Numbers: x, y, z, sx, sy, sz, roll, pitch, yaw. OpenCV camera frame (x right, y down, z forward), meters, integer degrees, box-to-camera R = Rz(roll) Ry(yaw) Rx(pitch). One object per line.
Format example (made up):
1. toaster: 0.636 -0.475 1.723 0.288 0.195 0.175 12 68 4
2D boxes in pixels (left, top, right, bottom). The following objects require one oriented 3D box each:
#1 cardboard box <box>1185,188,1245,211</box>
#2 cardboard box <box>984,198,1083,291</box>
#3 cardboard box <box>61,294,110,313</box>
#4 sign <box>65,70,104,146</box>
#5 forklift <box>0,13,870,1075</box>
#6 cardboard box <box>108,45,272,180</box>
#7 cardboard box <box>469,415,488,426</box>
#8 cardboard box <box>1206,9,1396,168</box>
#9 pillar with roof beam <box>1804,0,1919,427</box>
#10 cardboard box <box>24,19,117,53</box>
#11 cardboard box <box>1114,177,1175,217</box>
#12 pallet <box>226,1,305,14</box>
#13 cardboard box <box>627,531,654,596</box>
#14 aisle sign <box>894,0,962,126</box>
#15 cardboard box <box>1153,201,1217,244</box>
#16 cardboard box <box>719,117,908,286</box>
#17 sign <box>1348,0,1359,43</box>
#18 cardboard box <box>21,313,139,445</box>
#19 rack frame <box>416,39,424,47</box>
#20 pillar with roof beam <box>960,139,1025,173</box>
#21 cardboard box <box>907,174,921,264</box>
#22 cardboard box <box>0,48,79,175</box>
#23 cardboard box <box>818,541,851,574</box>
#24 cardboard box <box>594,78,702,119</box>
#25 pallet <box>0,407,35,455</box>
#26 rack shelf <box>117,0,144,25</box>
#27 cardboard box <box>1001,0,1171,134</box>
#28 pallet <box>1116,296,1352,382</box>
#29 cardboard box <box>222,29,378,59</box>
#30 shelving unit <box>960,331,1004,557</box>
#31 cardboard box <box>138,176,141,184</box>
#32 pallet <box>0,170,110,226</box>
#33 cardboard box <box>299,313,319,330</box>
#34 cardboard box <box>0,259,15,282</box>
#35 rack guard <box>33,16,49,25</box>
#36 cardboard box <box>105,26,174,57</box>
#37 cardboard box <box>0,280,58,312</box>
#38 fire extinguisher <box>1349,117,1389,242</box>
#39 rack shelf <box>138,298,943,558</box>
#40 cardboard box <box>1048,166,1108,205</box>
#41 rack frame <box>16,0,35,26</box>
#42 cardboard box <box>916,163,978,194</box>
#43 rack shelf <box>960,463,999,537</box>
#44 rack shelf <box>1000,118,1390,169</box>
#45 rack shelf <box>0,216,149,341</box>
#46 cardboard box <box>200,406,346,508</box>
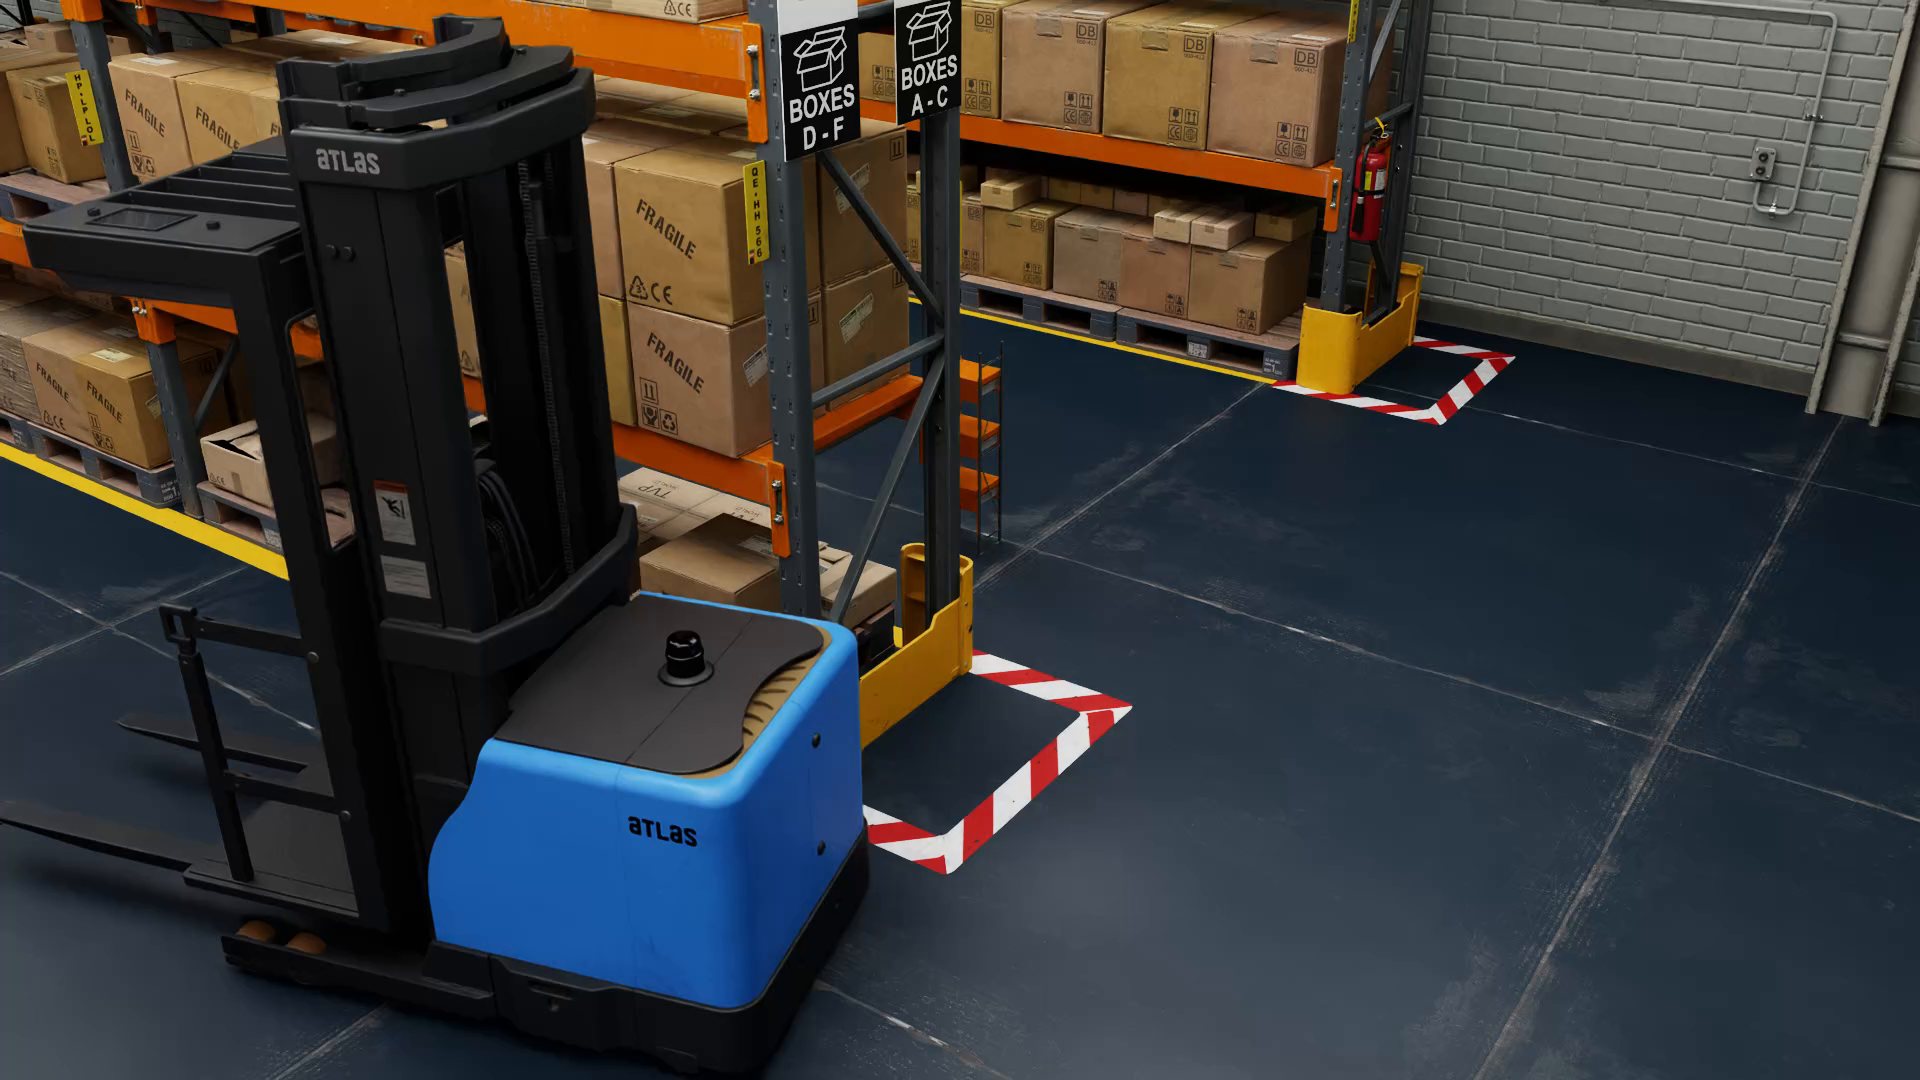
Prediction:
1. cardboard box: 1.636 -2.138 10.722 0.250 0.149 0.380 17 32 30
2. cardboard box: 0.567 -2.068 11.300 0.500 0.500 0.700 18 32 31
3. cardboard box: -4.742 -1.197 9.565 0.500 0.500 0.500 18 32 31
4. sign: -3.939 -1.943 7.484 0.005 0.325 0.100 17 32 30
5. forklift: -1.888 -0.077 5.170 3.031 2.935 1.130 8 28 16
6. cardboard box: -3.398 -1.899 7.462 0.500 0.500 0.500 18 32 32
7. cardboard box: -2.379 -0.400 8.209 0.500 0.311 0.500 17 32 30
8. cardboard box: 2.045 -2.722 9.961 0.700 0.700 0.980 19 33 33
9. pillar with roof beam: 2.749 -3.155 4.529 0.400 9.000 9.100 17 32 30
10. cardboard box: -9.152 -5.087 17.210 0.500 0.500 0.700 15 31 27
11. cardboard box: 1.220 -2.268 10.977 0.250 0.149 0.380 18 32 31
12. pallet: -5.778 -4.923 14.828 1.213 0.211 1.003 17 32 30
13. cardboard box: -1.684 0.118 7.257 0.500 0.250 0.500 17 32 30
14. aisle sign: -0.108 -1.859 5.730 0.004 0.787 0.394 17 32 30
15. cardboard box: 1.418 -1.996 10.443 0.250 0.149 0.380 18 32 32
16. cardboard box: -0.547 -1.311 6.306 0.500 0.500 0.500 18 32 32
17. sign: 2.153 -2.884 9.071 0.005 0.325 0.100 17 32 30
18. cardboard box: -4.599 -0.867 8.918 0.500 0.500 0.500 17 32 30
19. rack frame: -4.123 -4.516 13.816 0.127 3.000 1.000 17 32 30
20. pillar with roof beam: -2.196 -4.696 7.556 0.400 9.000 9.100 17 32 30
21. cardboard box: -0.267 -2.331 11.816 0.500 0.500 0.700 18 32 31
22. cardboard box: -5.119 -2.298 8.885 0.500 0.500 0.700 9 28 18
23. cardboard box: -0.687 0.158 7.271 0.250 0.166 0.380 17 32 30
24. cardboard box: -1.391 -1.573 6.820 0.500 0.500 0.500 18 32 31
25. pallet: -5.329 -0.900 9.787 1.213 0.211 1.003 17 32 30
26. rack shelf: -9.069 -5.736 17.006 4.000 0.370 1.077 17 32 30
27. cardboard box: 0.816 -3.104 10.711 0.700 0.700 0.980 16 31 28
28. pallet: 1.768 -1.394 10.757 1.213 0.211 1.003 17 32 30
29. cardboard box: -3.064 -2.093 7.842 0.500 0.500 0.500 17 32 31
30. shelving unit: 0.044 -0.454 7.985 0.252 1.050 0.215 17 32 30
31. cardboard box: -3.891 -2.072 8.442 0.500 0.500 0.700 7 28 13
32. pallet: -4.224 -1.796 8.683 1.213 0.211 1.003 17 32 30
33. cardboard box: -2.527 -1.188 7.166 0.500 0.500 0.500 17 32 30
34. cardboard box: -5.594 -1.459 10.081 0.500 0.500 0.500 16 31 29
35. rack guard: -10.655 -5.436 18.381 0.348 0.500 1.175 17 32 30
36. cardboard box: -8.298 -4.876 16.796 0.544 0.500 0.544 18 32 31
37. cardboard box: -5.433 -1.126 9.426 0.500 0.500 0.500 16 31 29
38. fire extinguisher: 2.334 -2.049 9.466 0.183 0.674 0.296 17 32 30
39. rack shelf: -1.979 -0.801 7.310 4.000 0.370 1.077 17 32 30
40. cardboard box: 0.800 -2.399 11.234 0.250 0.149 0.380 17 31 29
41. rack frame: -10.717 -6.570 17.852 0.127 3.000 1.000 17 32 30
42. cardboard box: -0.088 -2.464 11.362 0.250 0.149 0.380 19 32 32
43. rack shelf: 0.044 -0.197 8.116 0.240 0.259 0.215 17 32 30
44. rack shelf: 0.823 -2.741 10.907 3.809 0.124 0.919 17 32 30
45. rack shelf: -5.276 -1.828 9.329 4.000 0.370 1.077 17 32 30
46. cardboard box: -3.404 -0.445 8.296 0.500 0.311 0.500 17 32 30
